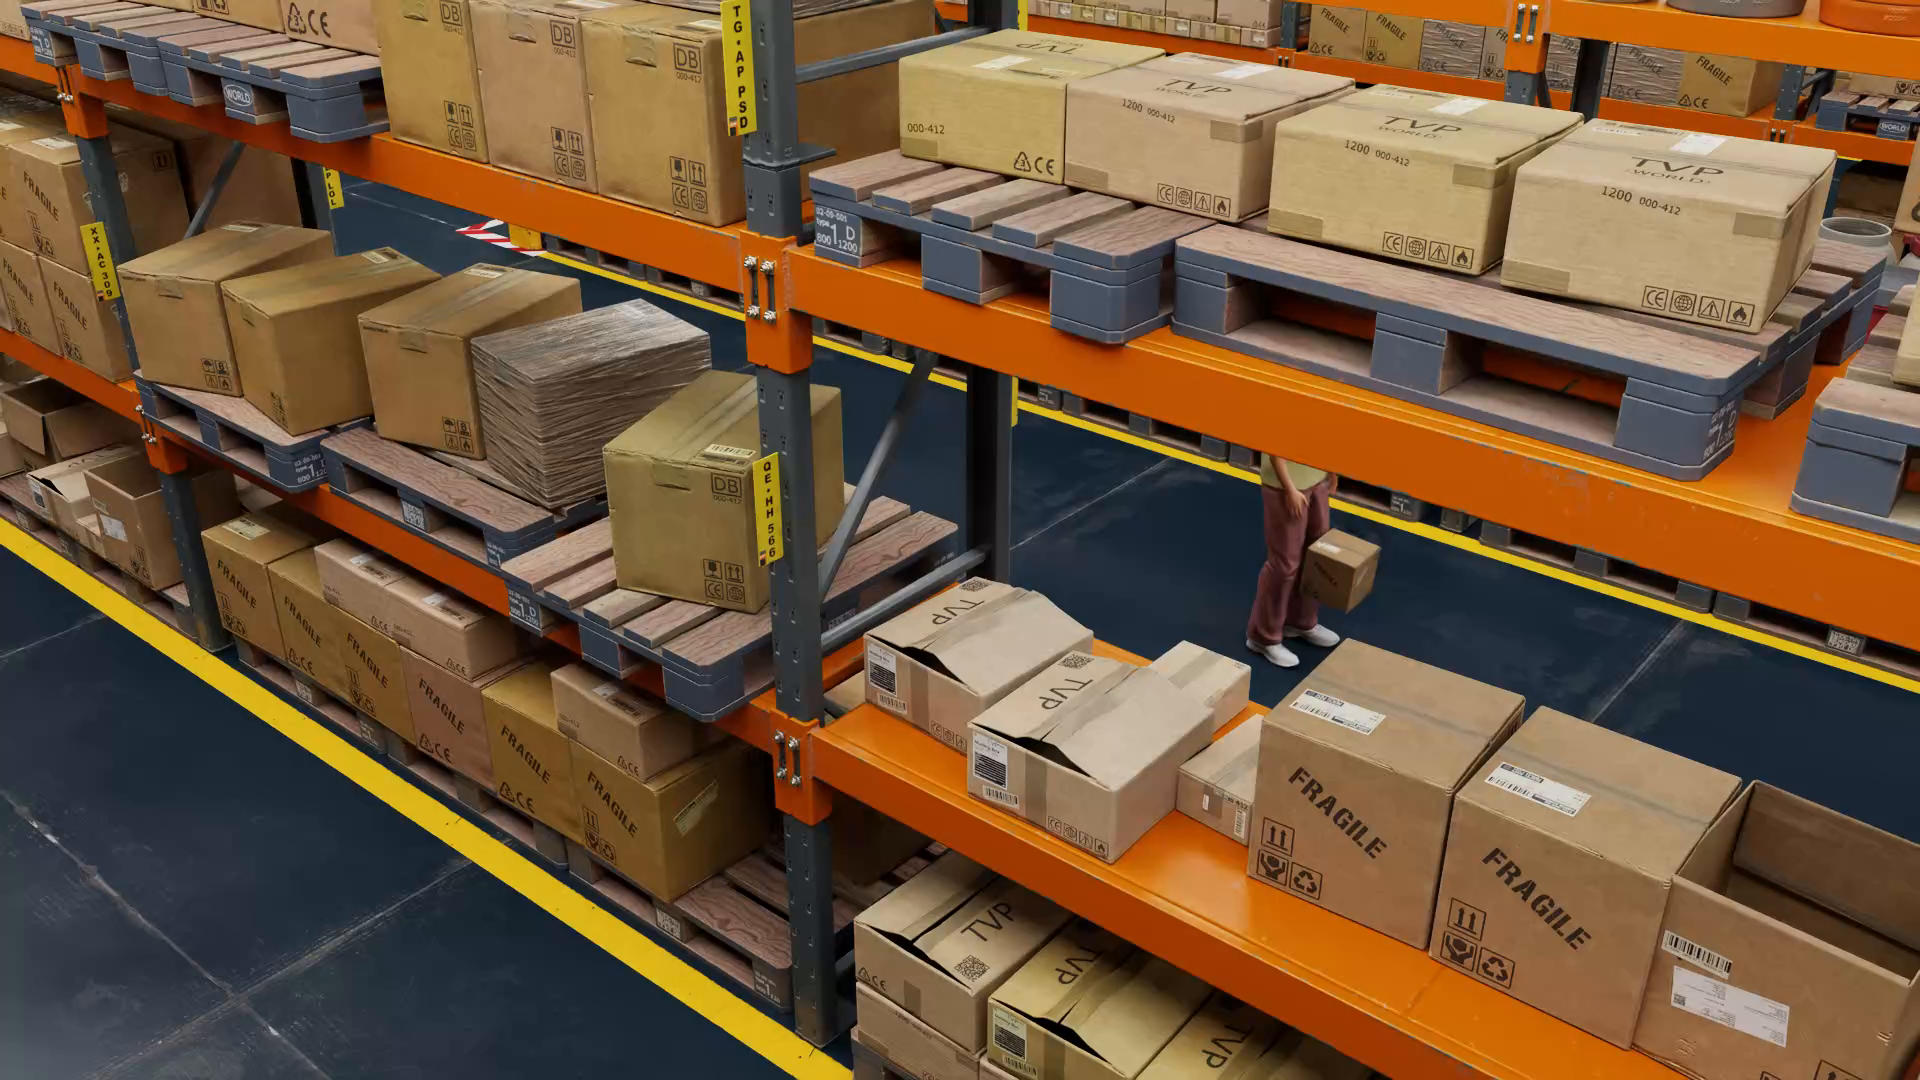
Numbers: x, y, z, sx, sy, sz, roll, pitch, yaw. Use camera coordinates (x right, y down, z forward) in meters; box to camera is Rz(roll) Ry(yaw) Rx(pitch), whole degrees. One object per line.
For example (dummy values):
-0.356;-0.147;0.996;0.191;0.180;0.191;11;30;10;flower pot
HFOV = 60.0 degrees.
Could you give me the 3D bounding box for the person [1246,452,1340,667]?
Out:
1.583;-0.253;7.605;0.414;1.675;0.483;20;33;33;person
